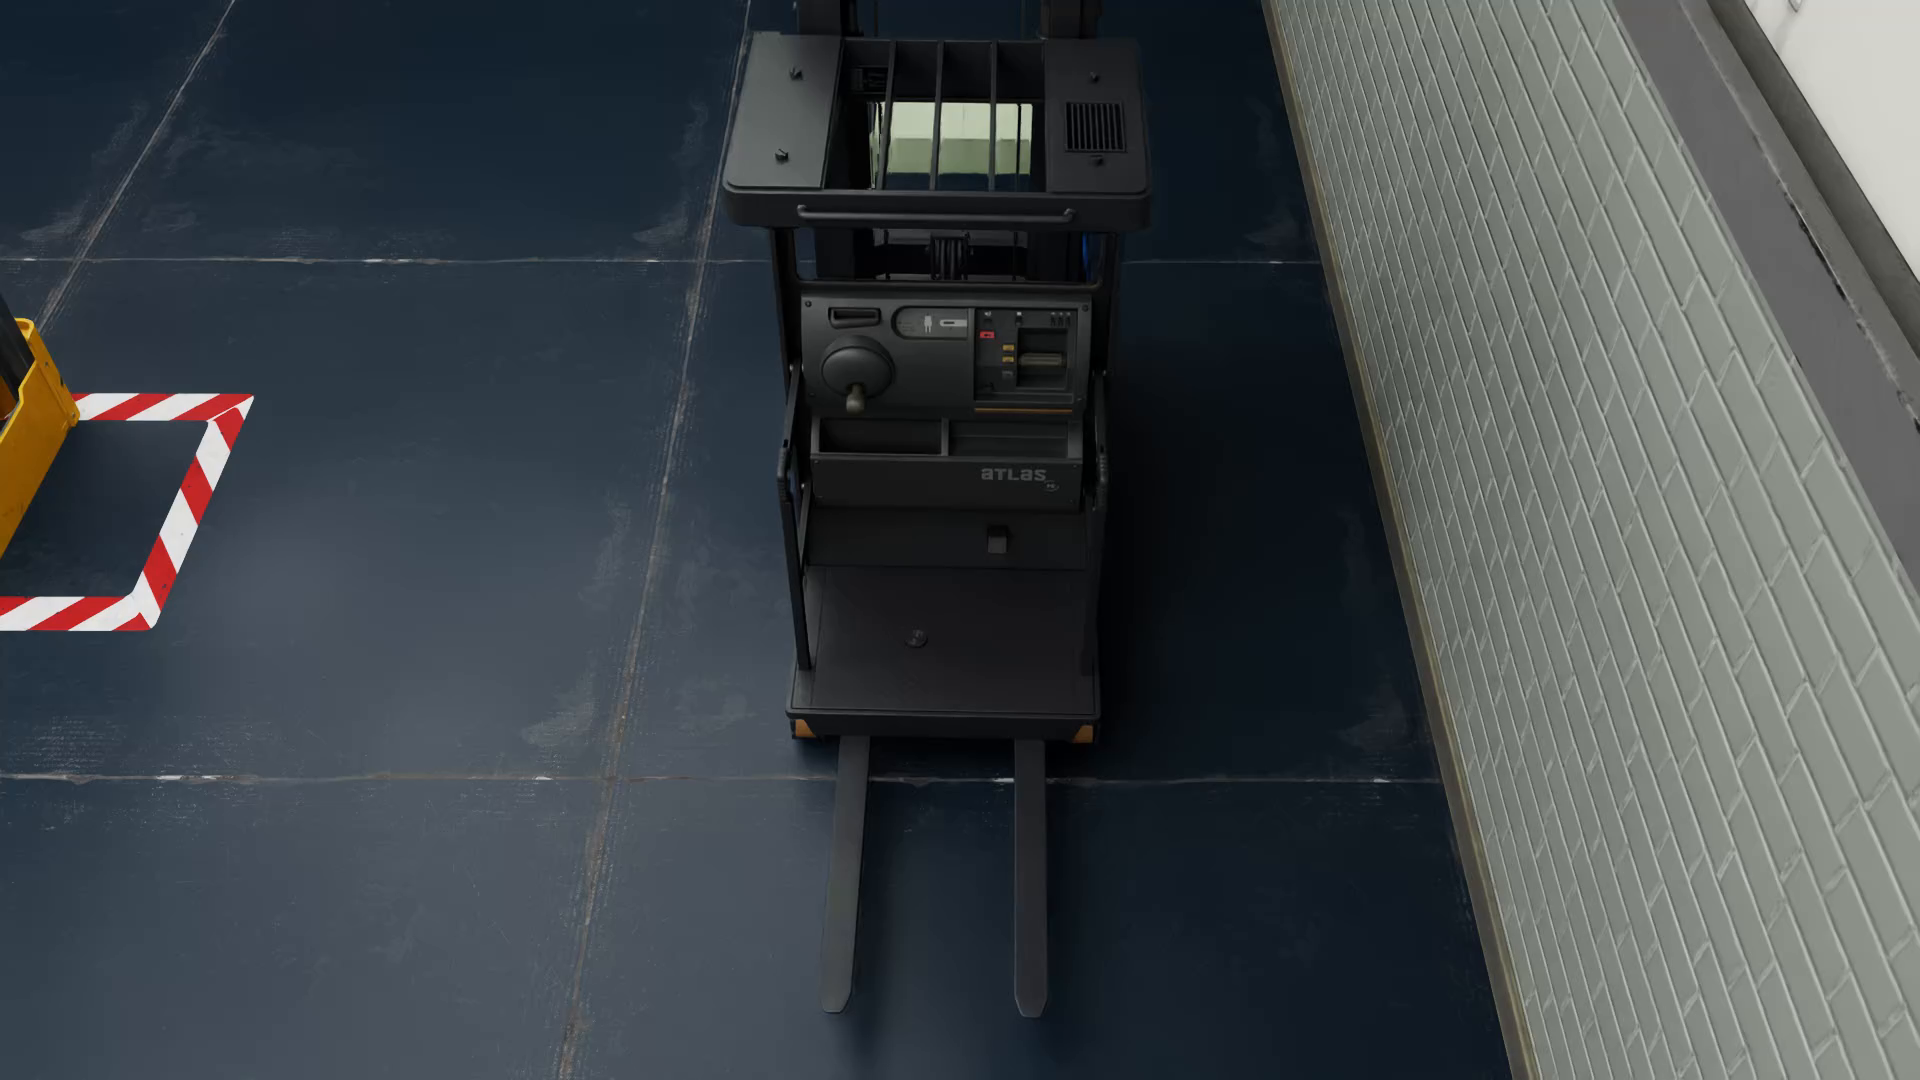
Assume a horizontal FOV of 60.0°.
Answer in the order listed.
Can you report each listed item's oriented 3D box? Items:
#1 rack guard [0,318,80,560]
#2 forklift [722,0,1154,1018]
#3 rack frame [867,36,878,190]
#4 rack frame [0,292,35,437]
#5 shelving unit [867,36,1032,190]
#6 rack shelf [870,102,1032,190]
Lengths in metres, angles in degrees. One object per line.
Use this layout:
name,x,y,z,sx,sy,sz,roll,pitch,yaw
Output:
rack guard,-4.010,-0.324,6.710,0.348,0.500,1.175,0,47,0
forklift,-0.047,-0.501,5.214,1.130,2.935,3.031,1,47,1
rack frame,-0.351,-1.319,6.948,0.023,1.500,0.400,1,46,1
rack frame,-3.934,-1.175,5.795,0.127,3.000,1.000,0,47,0
shelving unit,0.015,-1.314,6.944,0.755,1.500,0.431,1,46,1
rack shelf,0.015,-1.585,6.662,0.720,0.370,0.431,1,46,1
